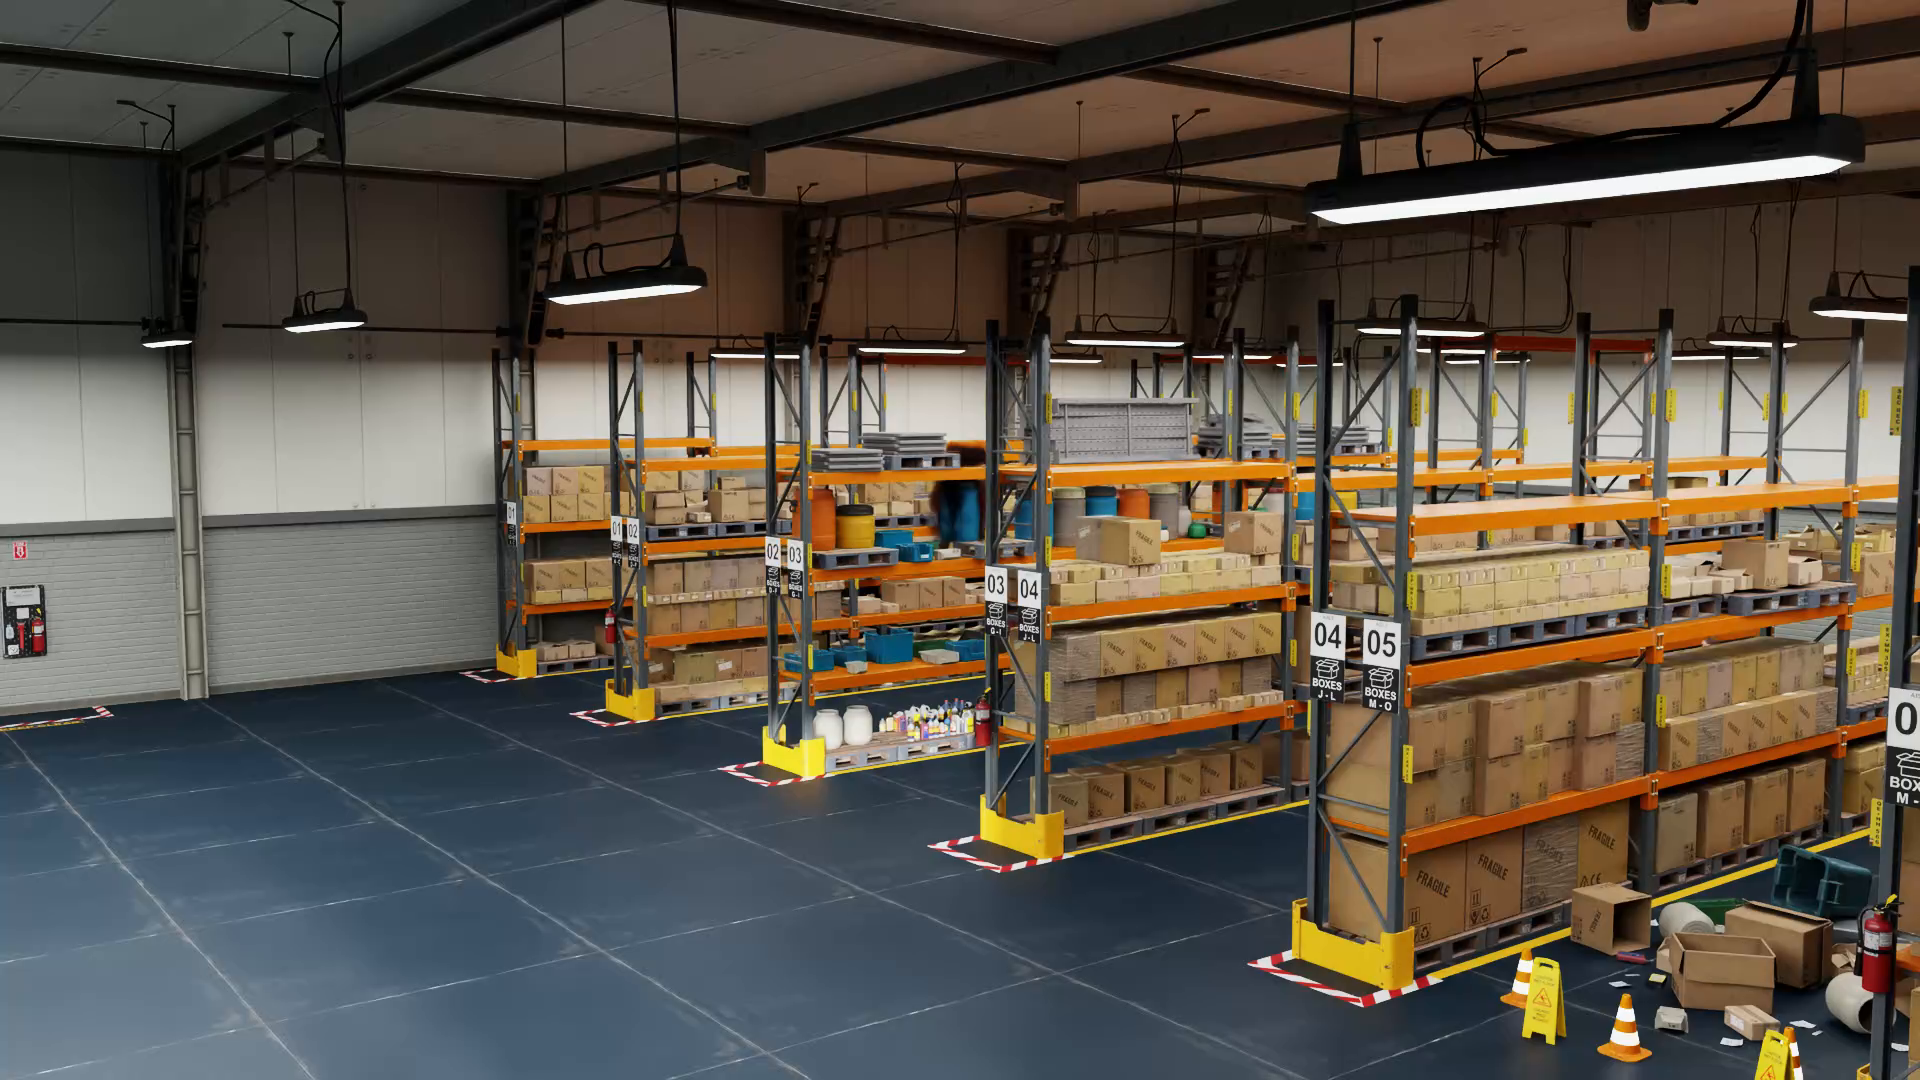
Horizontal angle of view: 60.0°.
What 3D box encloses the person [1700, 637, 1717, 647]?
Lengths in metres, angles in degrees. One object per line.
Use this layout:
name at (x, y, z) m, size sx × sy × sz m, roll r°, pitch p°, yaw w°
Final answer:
person at (10.835, 2.223, 24.220) m, size 1.004 × 1.624 × 0.519 m, roll -3°, pitch 6°, yaw -31°
